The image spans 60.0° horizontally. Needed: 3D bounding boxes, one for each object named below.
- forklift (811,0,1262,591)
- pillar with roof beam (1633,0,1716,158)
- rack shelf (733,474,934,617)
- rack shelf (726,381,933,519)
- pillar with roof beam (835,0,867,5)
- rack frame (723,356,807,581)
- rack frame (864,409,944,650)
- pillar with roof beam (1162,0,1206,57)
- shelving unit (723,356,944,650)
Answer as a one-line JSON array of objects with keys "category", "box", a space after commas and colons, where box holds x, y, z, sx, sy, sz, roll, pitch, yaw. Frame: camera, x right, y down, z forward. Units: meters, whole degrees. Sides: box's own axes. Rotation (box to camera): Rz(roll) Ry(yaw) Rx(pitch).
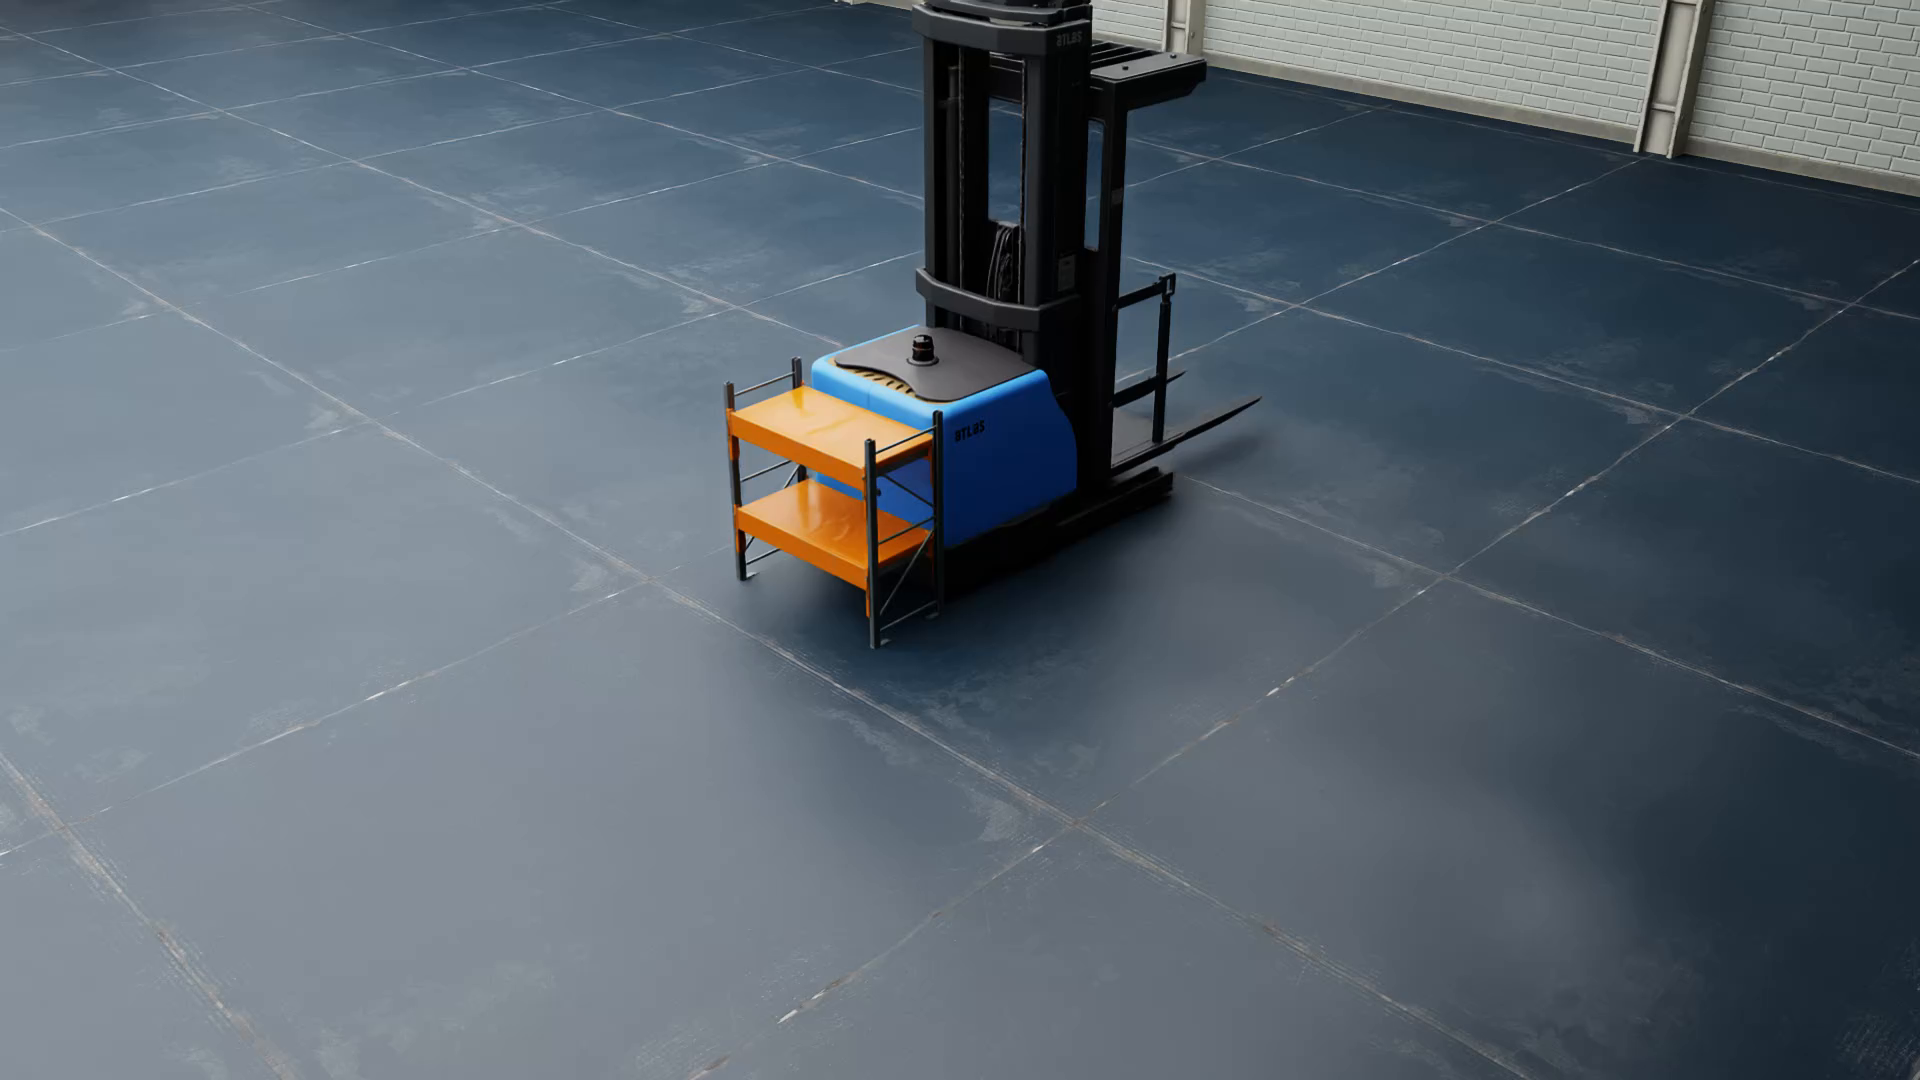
[{"category": "forklift", "box": [0.599, -1.620, 9.181, 3.031, 2.935, 1.130, -25, 37, -39]}, {"category": "pillar with roof beam", "box": [3.970, -6.434, 11.817, 0.400, 9.000, 9.100, 25, 36, 38]}, {"category": "rack shelf", "box": [-0.635, 0.011, 8.547, 1.000, 0.278, 0.538, 23, 36, 37]}, {"category": "rack shelf", "box": [-0.635, -0.465, 8.296, 1.000, 0.278, 0.538, 23, 36, 37]}, {"category": "pillar with roof beam", "box": [-4.587, -10.349, 19.263, 0.400, 9.000, 9.100, 25, 36, 38]}, {"category": "rack frame", "box": [-1.006, -0.367, 8.740, 0.032, 1.125, 0.500, 23, 36, 37]}, {"category": "rack frame", "box": [-0.263, -0.044, 8.126, 0.032, 1.125, 0.500, 23, 36, 37]}, {"category": "pillar with roof beam", "box": [-0.309, -8.392, 15.540, 0.400, 9.000, 9.100, 25, 36, 38]}, {"category": "shelving unit", "box": [-0.635, -0.206, 8.433, 1.048, 1.125, 0.538, 23, 36, 37]}]
